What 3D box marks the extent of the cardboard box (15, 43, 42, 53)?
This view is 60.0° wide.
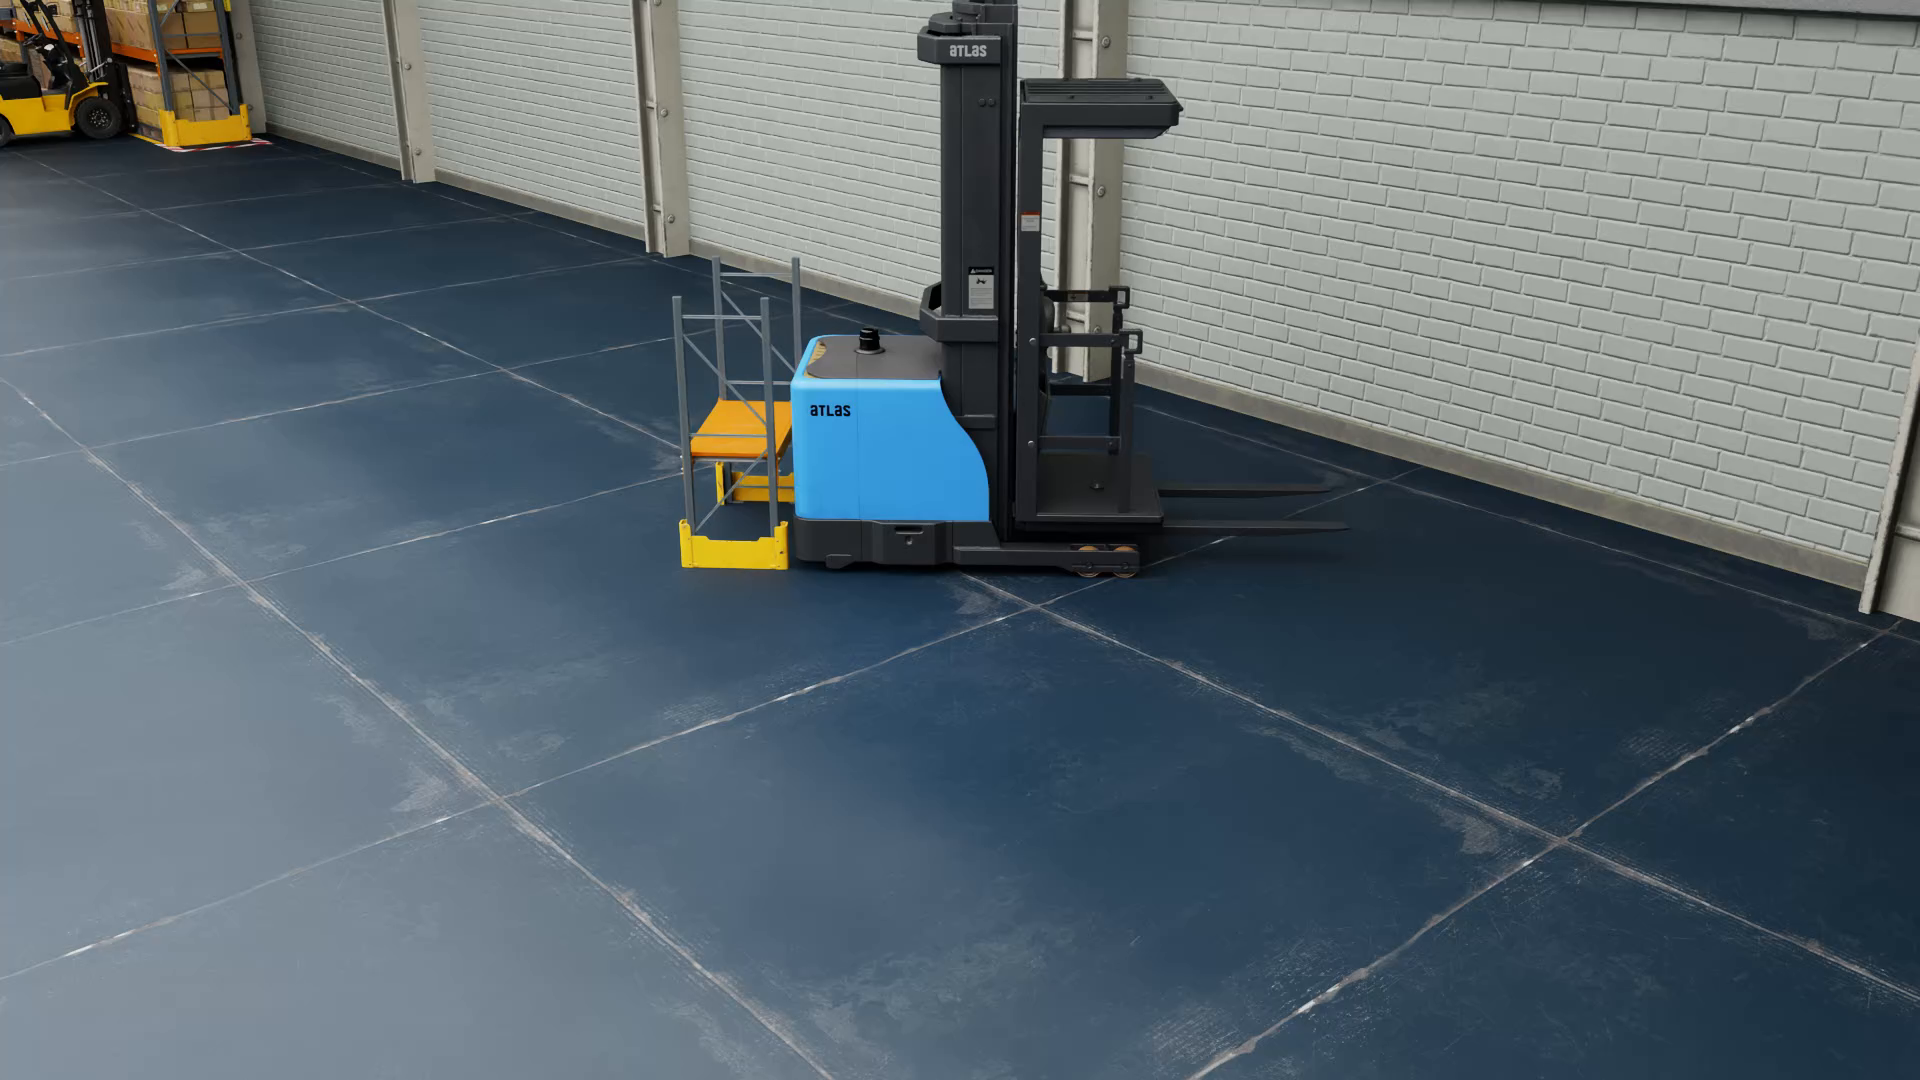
[{"bbox_3d":[-16.766,-8.858,29.950,0.380,0.149,0.250,-19,28,-40],"label":"cardboard box"}]

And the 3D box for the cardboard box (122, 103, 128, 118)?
[{"bbox_3d":[-12.569,-6.626,25.483,0.500,0.250,0.500,-16,27,-36],"label":"cardboard box"}]

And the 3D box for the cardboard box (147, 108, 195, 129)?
[{"bbox_3d":[-11.576,-6.208,24.415,0.500,0.250,0.500,-17,27,-37],"label":"cardboard box"}]

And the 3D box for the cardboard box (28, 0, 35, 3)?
[{"bbox_3d":[-15.493,-9.143,28.235,0.500,0.250,0.500,-18,28,-39],"label":"cardboard box"}]

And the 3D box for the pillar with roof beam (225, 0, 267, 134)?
[{"bbox_3d":[-14.063,-9.414,21.179,9.100,9.000,0.400,-17,27,-37],"label":"pillar with roof beam"}]

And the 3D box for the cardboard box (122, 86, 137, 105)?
[{"bbox_3d":[-12.256,-6.725,25.050,0.500,0.250,0.500,-18,28,-39],"label":"cardboard box"}]

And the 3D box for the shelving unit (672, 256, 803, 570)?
[{"bbox_3d":[-1.199,-0.739,9.314,0.587,1.500,1.083,1,21,3],"label":"shelving unit"}]

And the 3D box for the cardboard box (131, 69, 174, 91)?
[{"bbox_3d":[-11.904,-6.812,24.585,0.500,0.250,0.500,-17,27,-36],"label":"cardboard box"}]

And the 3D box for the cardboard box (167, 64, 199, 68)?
[{"bbox_3d":[-11.847,-7.075,25.257,0.500,0.250,0.500,-18,27,-38],"label":"cardboard box"}]

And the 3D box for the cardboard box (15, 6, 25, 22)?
[{"bbox_3d":[-16.147,-9.198,29.060,0.500,0.250,0.500,-17,27,-37],"label":"cardboard box"}]

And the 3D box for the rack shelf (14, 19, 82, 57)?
[{"bbox_3d":[-14.946,-8.561,28.215,1.077,0.370,4.000,-17,27,-37],"label":"rack shelf"}]

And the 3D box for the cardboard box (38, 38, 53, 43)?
[{"bbox_3d":[-17.046,-9.288,31.046,0.380,0.149,0.250,-18,28,-39],"label":"cardboard box"}]

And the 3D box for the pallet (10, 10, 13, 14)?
[{"bbox_3d":[-17.525,-9.895,30.898,1.003,0.211,1.213,-17,27,-37],"label":"pallet"}]

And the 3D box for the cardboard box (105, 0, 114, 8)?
[{"bbox_3d":[-12.638,-8.109,25.049,0.380,0.149,0.250,-18,28,-38],"label":"cardboard box"}]

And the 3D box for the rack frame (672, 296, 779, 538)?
[{"bbox_3d":[-1.231,-0.551,8.833,0.500,1.500,0.032,1,21,3],"label":"rack frame"}]

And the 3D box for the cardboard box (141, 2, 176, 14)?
[{"bbox_3d":[-11.468,-7.616,23.789,0.380,0.149,0.250,-17,27,-37],"label":"cardboard box"}]

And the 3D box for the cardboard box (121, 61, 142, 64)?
[{"bbox_3d":[-12.903,-7.237,25.672,0.500,0.250,0.500,-16,27,-36],"label":"cardboard box"}]

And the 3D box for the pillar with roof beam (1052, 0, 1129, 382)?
[{"bbox_3d":[-2.313,-4.440,8.482,9.100,9.000,0.400,-17,27,-37],"label":"pillar with roof beam"}]

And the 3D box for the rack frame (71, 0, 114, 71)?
[{"bbox_3d":[-13.641,-8.343,26.673,1.000,3.000,0.127,-17,27,-37],"label":"rack frame"}]

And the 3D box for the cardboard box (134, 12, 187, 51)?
[{"bbox_3d":[-11.550,-7.358,24.020,0.500,0.500,0.500,-18,28,-39],"label":"cardboard box"}]

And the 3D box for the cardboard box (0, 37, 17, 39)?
[{"bbox_3d":[-17.732,-9.311,31.106,0.380,0.149,0.250,-17,27,-37],"label":"cardboard box"}]

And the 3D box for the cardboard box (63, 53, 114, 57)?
[{"bbox_3d":[-14.983,-7.998,28.472,0.875,0.625,0.625,-19,28,-40],"label":"cardboard box"}]

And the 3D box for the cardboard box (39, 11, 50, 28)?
[{"bbox_3d":[-15.144,-8.773,27.976,0.500,0.250,0.500,-16,27,-36],"label":"cardboard box"}]

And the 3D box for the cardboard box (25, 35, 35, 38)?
[{"bbox_3d":[-17.527,-9.507,31.605,0.380,0.149,0.250,-17,27,-37],"label":"cardboard box"}]

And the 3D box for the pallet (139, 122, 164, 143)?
[{"bbox_3d":[-11.561,-6.141,24.874,1.003,0.211,1.213,-17,27,-37],"label":"pallet"}]

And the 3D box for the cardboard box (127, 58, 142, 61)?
[{"bbox_3d":[-12.831,-7.498,26.337,0.500,0.250,0.500,-18,28,-38],"label":"cardboard box"}]

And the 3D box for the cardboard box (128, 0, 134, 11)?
[{"bbox_3d":[-11.934,-7.837,24.353,0.380,0.149,0.250,-18,27,-38],"label":"cardboard box"}]

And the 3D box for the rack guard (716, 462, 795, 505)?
[{"bbox_3d":[-1.168,-0.338,10.005,0.587,0.250,0.087,1,21,3],"label":"rack guard"}]

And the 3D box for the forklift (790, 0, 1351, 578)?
[{"bbox_3d":[0.622,-1.358,8.933,3.031,2.935,1.130,1,21,2],"label":"forklift"}]

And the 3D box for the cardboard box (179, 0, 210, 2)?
[{"bbox_3d":[-11.087,-7.869,24.027,0.380,0.149,0.250,-18,28,-38],"label":"cardboard box"}]

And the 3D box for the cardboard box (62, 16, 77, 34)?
[{"bbox_3d":[-14.168,-8.350,26.896,0.500,0.250,0.500,-17,27,-36],"label":"cardboard box"}]

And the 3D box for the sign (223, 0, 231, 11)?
[{"bbox_3d":[-10.605,-7.809,24.012,0.100,0.325,0.005,-17,27,-37],"label":"sign"}]

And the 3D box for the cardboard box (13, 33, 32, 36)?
[{"bbox_3d":[-18.063,-9.718,32.144,0.380,0.149,0.250,-17,27,-37],"label":"cardboard box"}]

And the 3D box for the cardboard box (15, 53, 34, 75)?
[{"bbox_3d":[-16.691,-8.546,30.041,0.500,0.500,0.500,-16,27,-36],"label":"cardboard box"}]

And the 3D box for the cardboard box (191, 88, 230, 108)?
[{"bbox_3d":[-11.179,-6.565,24.643,0.500,0.250,0.500,-17,27,-36],"label":"cardboard box"}]

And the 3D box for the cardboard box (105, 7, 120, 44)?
[{"bbox_3d":[-12.553,-7.781,25.101,0.500,0.500,0.500,-17,27,-37],"label":"cardboard box"}]

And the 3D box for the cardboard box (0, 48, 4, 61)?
[{"bbox_3d":[-17.706,-8.969,31.123,0.500,0.500,0.500,-19,28,-39],"label":"cardboard box"}]

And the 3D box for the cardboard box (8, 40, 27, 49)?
[{"bbox_3d":[-17.244,-9.093,30.550,0.380,0.149,0.250,-16,27,-36],"label":"cardboard box"}]

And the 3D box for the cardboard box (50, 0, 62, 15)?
[{"bbox_3d":[-14.496,-8.721,27.158,0.500,0.250,0.500,-18,28,-39],"label":"cardboard box"}]
